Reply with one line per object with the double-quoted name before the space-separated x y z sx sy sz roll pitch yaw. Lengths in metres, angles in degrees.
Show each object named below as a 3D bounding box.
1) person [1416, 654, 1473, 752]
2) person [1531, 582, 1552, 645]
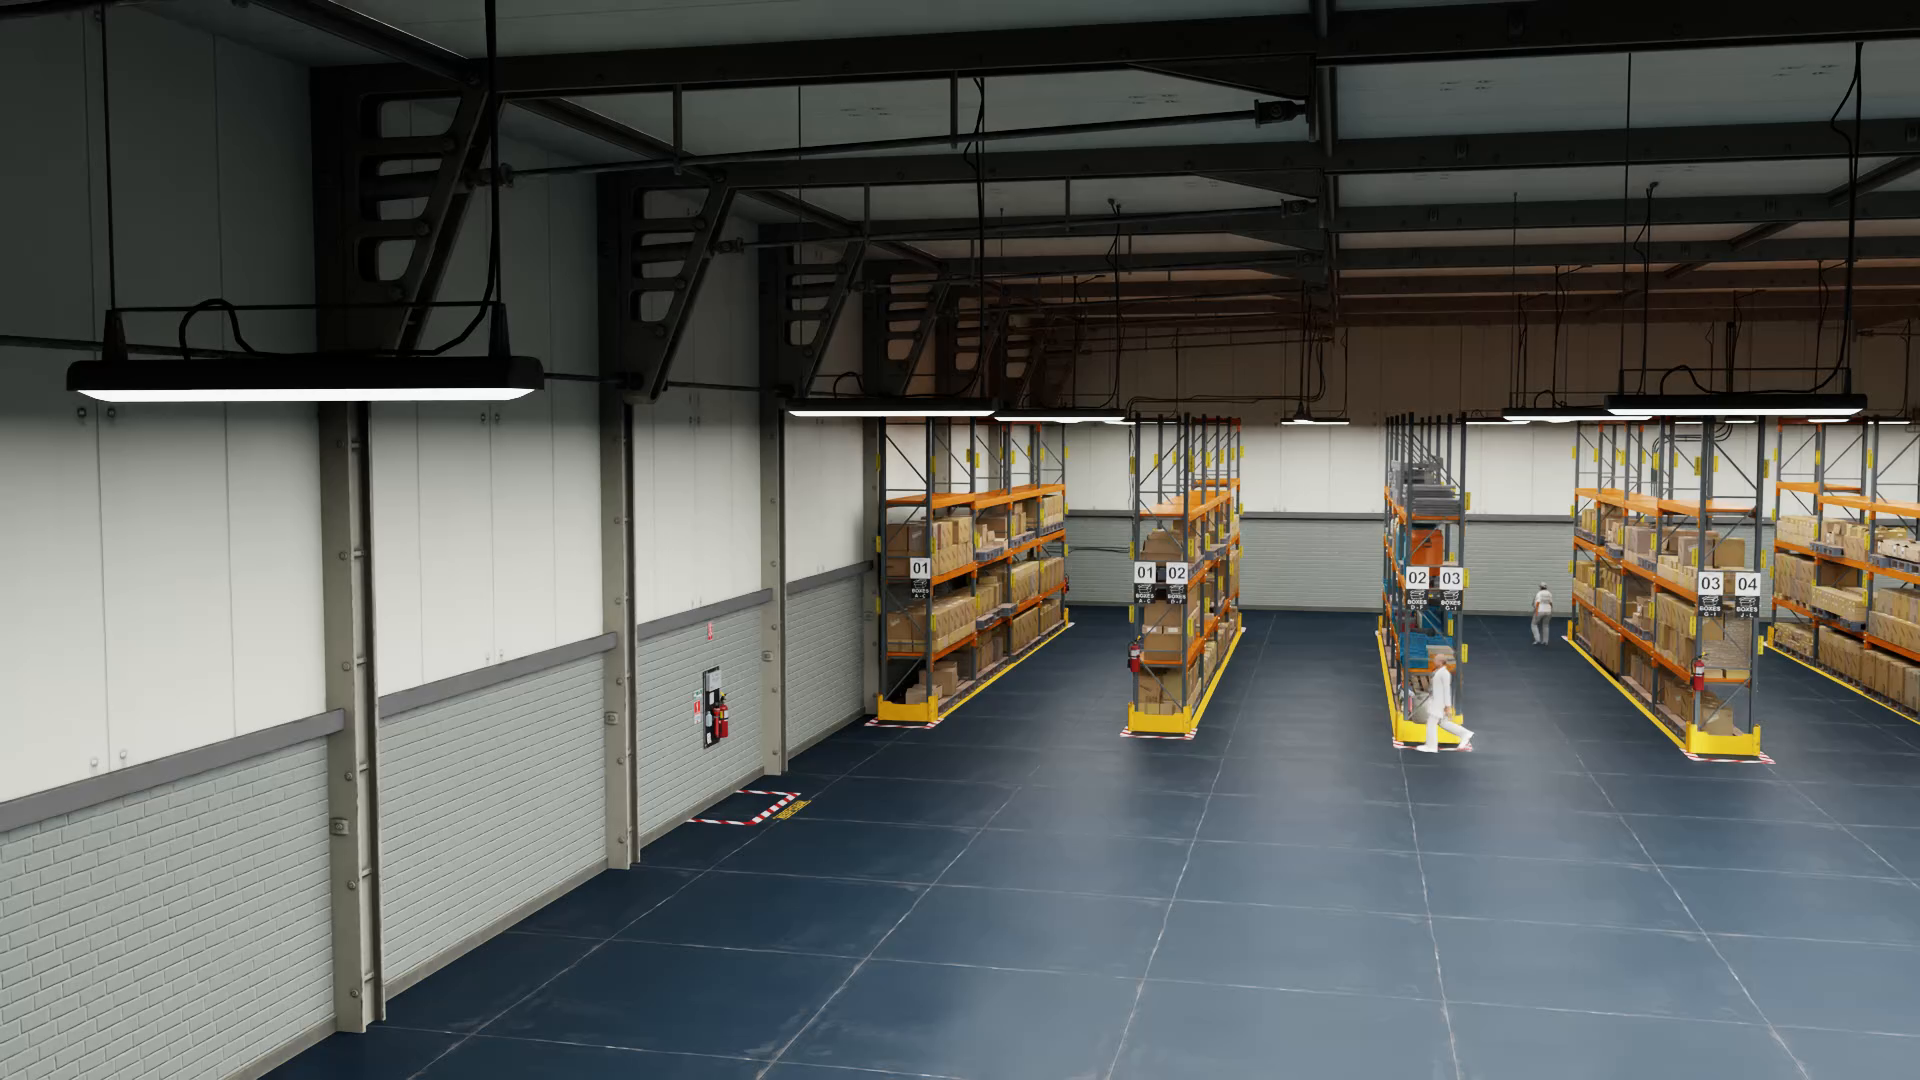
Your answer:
"person" 8.547 2.861 29.279 1.001 1.739 0.637 0 4 6
"person" 15.323 1.952 43.760 0.529 1.699 0.424 -1 4 -15
